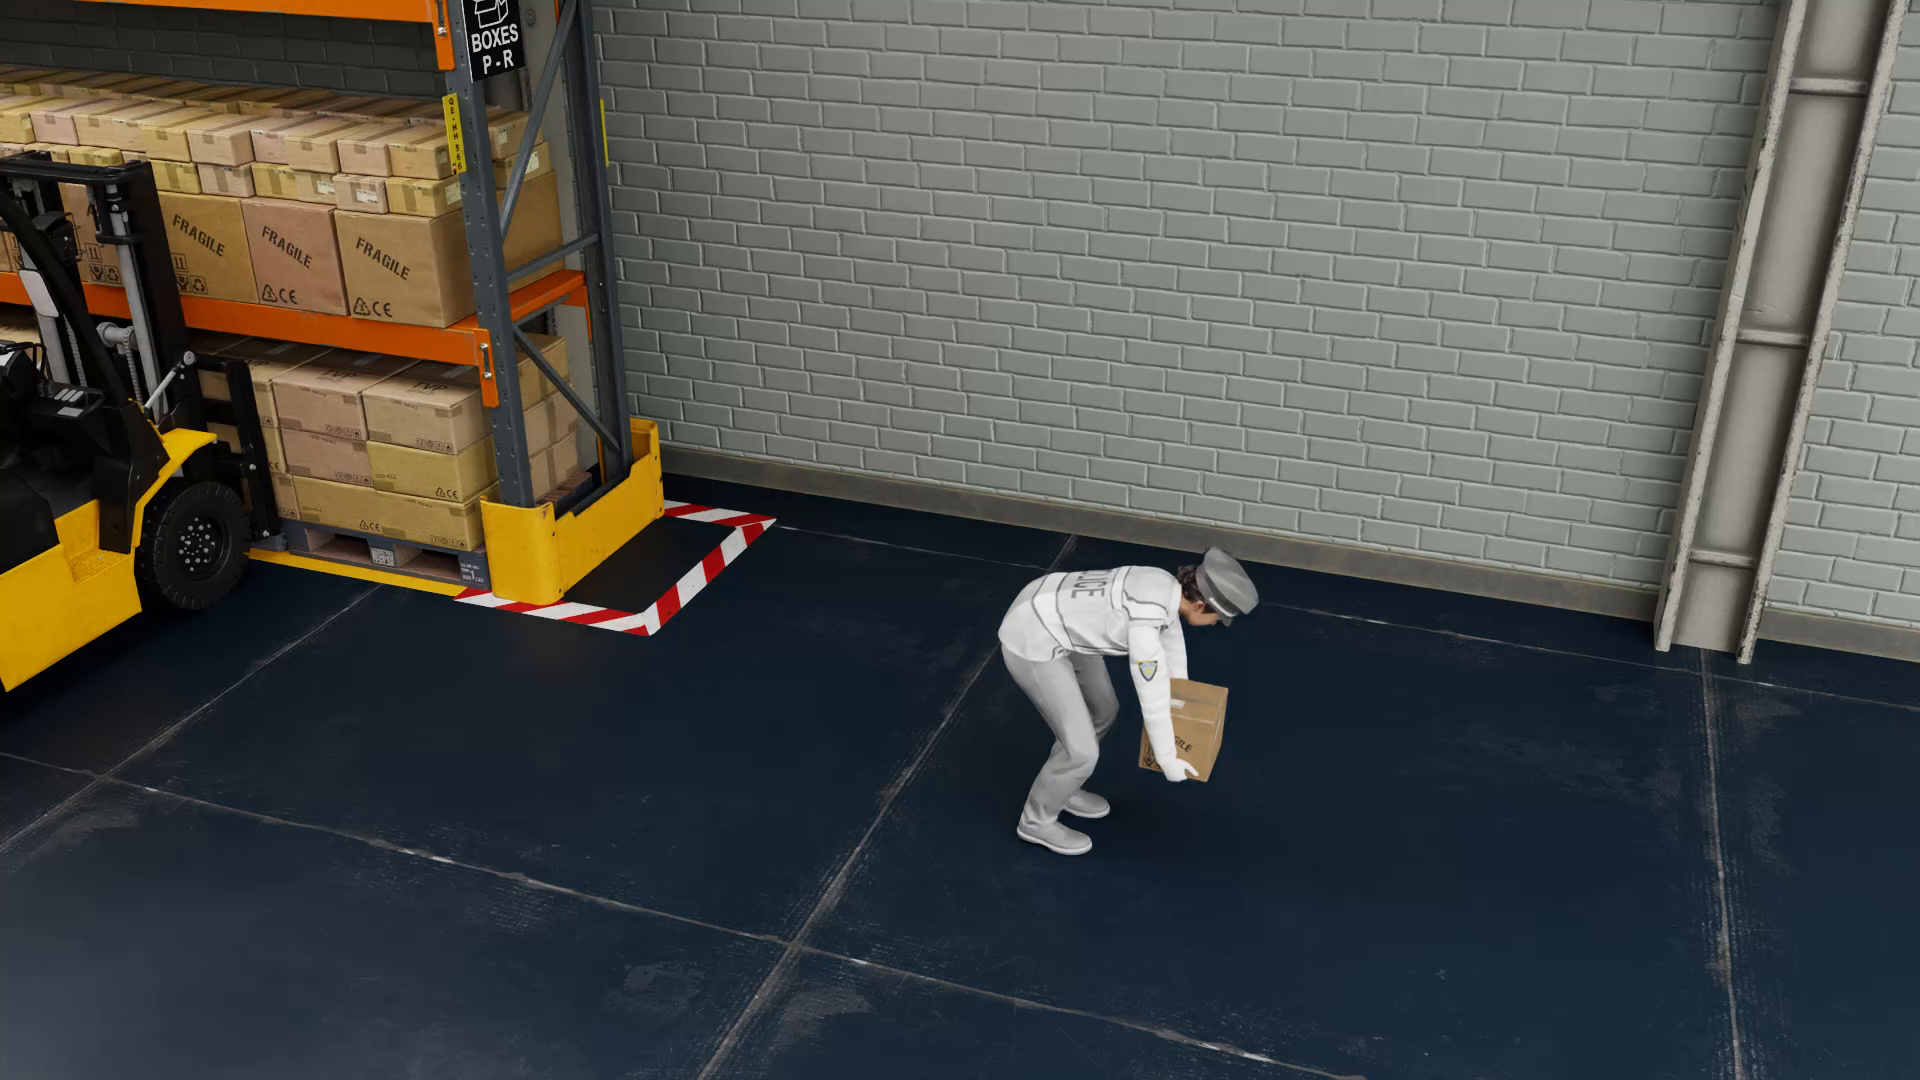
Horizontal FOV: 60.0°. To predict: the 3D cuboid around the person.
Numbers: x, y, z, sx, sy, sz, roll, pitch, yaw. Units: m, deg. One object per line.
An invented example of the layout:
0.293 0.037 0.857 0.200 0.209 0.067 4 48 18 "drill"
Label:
0.585 0.562 5.974 0.904 1.213 0.429 8 27 15 "person"
